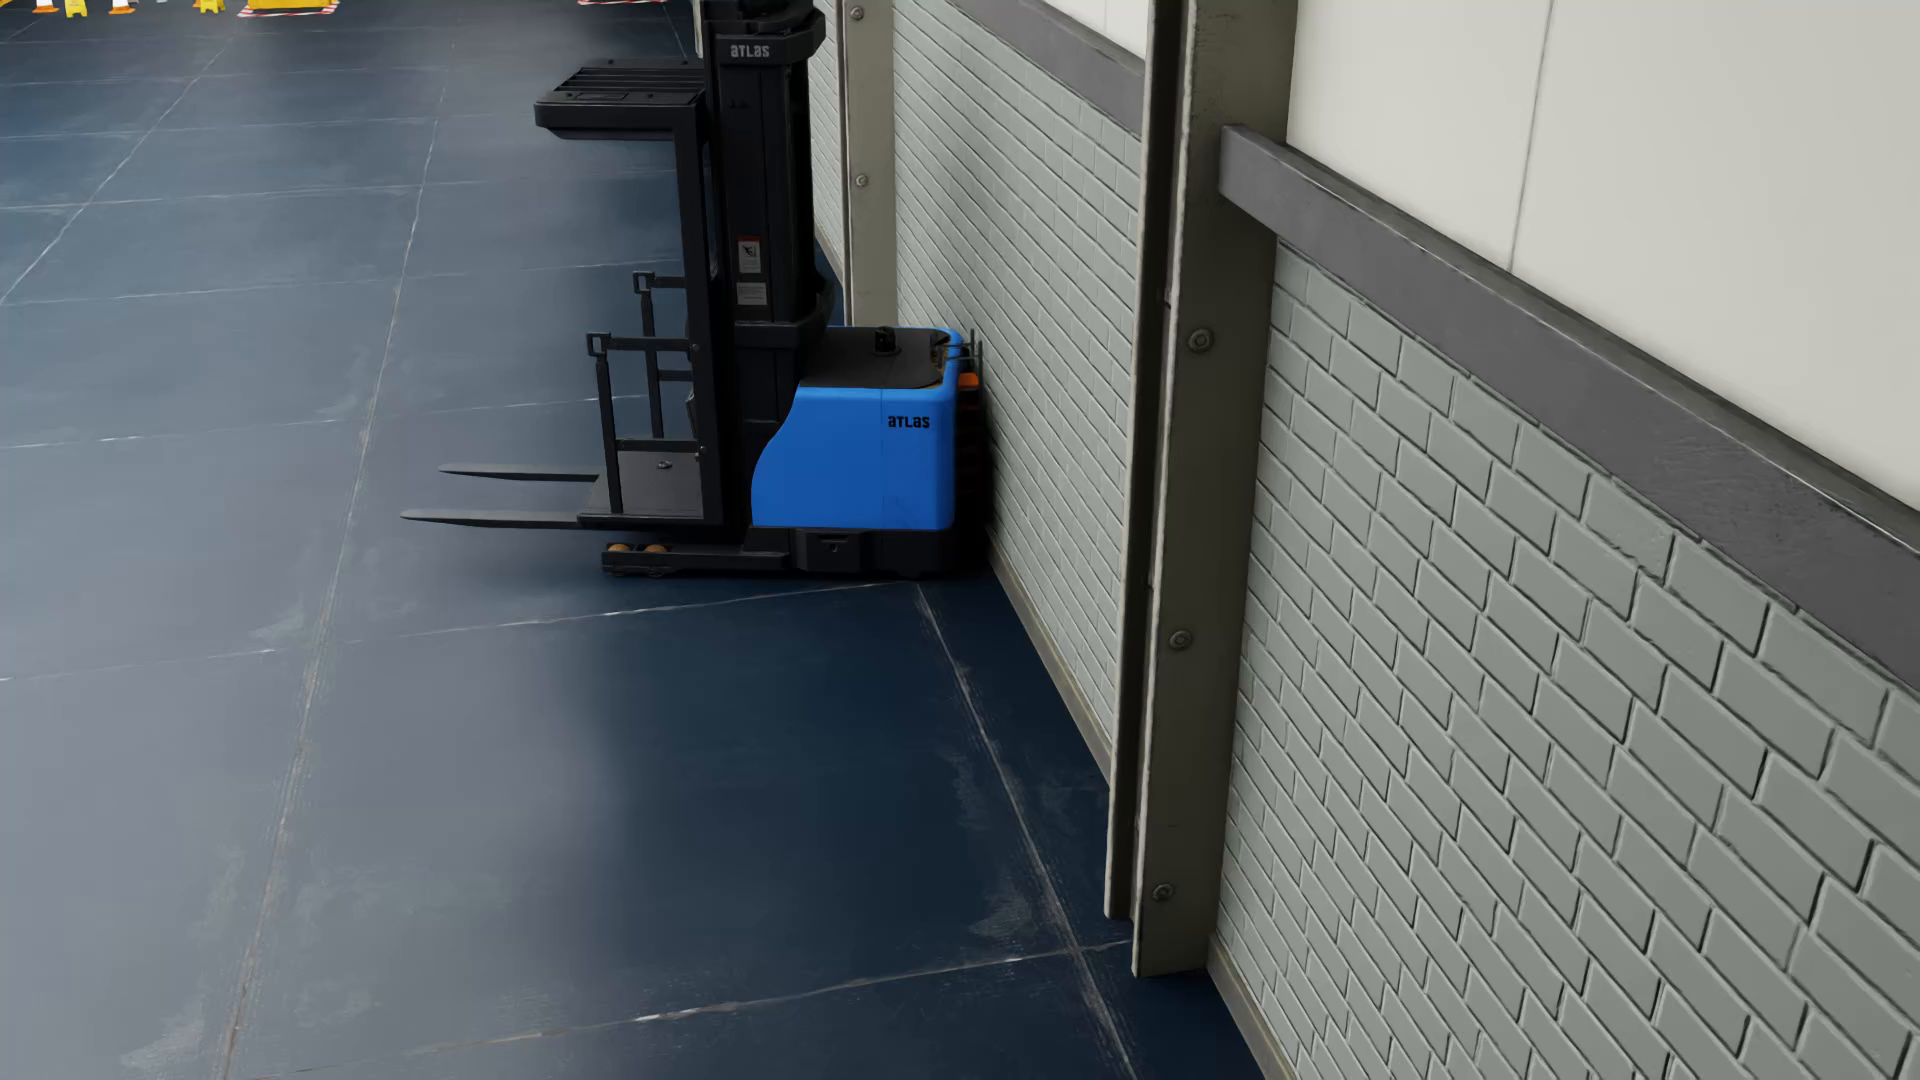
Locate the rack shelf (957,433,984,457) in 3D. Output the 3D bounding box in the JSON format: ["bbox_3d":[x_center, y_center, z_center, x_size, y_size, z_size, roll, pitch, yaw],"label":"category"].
[{"bbox_3d":[-0.019,-0.487,8.980,0.258,0.103,0.180,-6,28,-11],"label":"rack shelf"}]

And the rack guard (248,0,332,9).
[{"bbox_3d":[-10.234,-8.391,25.319,1.175,0.500,0.348,-6,27,-12],"label":"rack guard"}]

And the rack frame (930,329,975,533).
[{"bbox_3d":[-0.039,-0.567,9.039,0.240,1.200,0.006,-6,28,-11],"label":"rack frame"}]

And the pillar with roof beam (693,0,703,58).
[{"bbox_3d":[-7.503,-9.983,19.042,9.100,9.000,0.400,-6,27,-12],"label":"pillar with roof beam"}]

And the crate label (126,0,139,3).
[{"bbox_3d":[-12.813,-8.330,25.602,0.250,0.136,0.298,-23,35,-38],"label":"crate label"}]

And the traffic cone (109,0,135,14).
[{"bbox_3d":[-12.576,-8.137,24.857,0.336,0.463,0.334,-6,27,-12],"label":"traffic cone"}]

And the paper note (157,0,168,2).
[{"bbox_3d":[-12.369,-8.361,25.780,0.148,0.019,0.142,-16,31,-29],"label":"paper note"}]

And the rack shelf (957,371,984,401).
[{"bbox_3d":[-0.020,-0.808,8.816,0.258,0.103,0.180,-6,28,-11],"label":"rack shelf"}]

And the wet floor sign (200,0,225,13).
[{"bbox_3d":[-11.217,-8.230,24.840,0.267,0.644,0.232,3,27,6],"label":"wet floor sign"}]

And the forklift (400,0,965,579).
[{"bbox_3d":[-1.508,-1.348,8.668,3.031,2.935,1.130,1,27,3],"label":"forklift"}]

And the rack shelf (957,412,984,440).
[{"bbox_3d":[-0.020,-0.594,8.925,0.258,0.103,0.180,-6,28,-11],"label":"rack shelf"}]

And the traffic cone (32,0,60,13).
[{"bbox_3d":[-13.753,-8.171,24.925,0.336,0.463,0.334,-6,27,-12],"label":"traffic cone"}]

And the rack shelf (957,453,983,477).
[{"bbox_3d":[-0.019,-0.380,9.035,0.258,0.103,0.180,-6,28,-11],"label":"rack shelf"}]

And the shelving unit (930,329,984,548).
[{"bbox_3d":[-0.019,-0.527,8.960,0.258,1.200,0.189,-6,28,-11],"label":"shelving unit"}]

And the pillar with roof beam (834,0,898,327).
[{"bbox_3d":[-4.798,-4.715,8.605,9.100,9.000,0.400,-6,27,-12],"label":"pillar with roof beam"}]

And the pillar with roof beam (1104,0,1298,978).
[{"bbox_3d":[-3.446,-2.081,3.386,9.100,9.000,0.400,-6,27,-12],"label":"pillar with roof beam"}]

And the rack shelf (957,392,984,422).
[{"bbox_3d":[-0.020,-0.701,8.871,0.258,0.103,0.180,-6,28,-11],"label":"rack shelf"}]

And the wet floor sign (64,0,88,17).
[{"bbox_3d":[-13.081,-8.064,24.510,0.267,0.644,0.232,-11,29,-20],"label":"wet floor sign"}]

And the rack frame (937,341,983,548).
[{"bbox_3d":[0.000,-0.486,8.880,0.240,1.200,0.006,-6,28,-11],"label":"rack frame"}]

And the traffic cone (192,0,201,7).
[{"bbox_3d":[-11.571,-8.399,25.376,0.336,0.463,0.334,-6,27,-12],"label":"traffic cone"}]

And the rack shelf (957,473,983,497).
[{"bbox_3d":[-0.019,-0.273,9.089,0.258,0.103,0.180,-6,28,-11],"label":"rack shelf"}]
